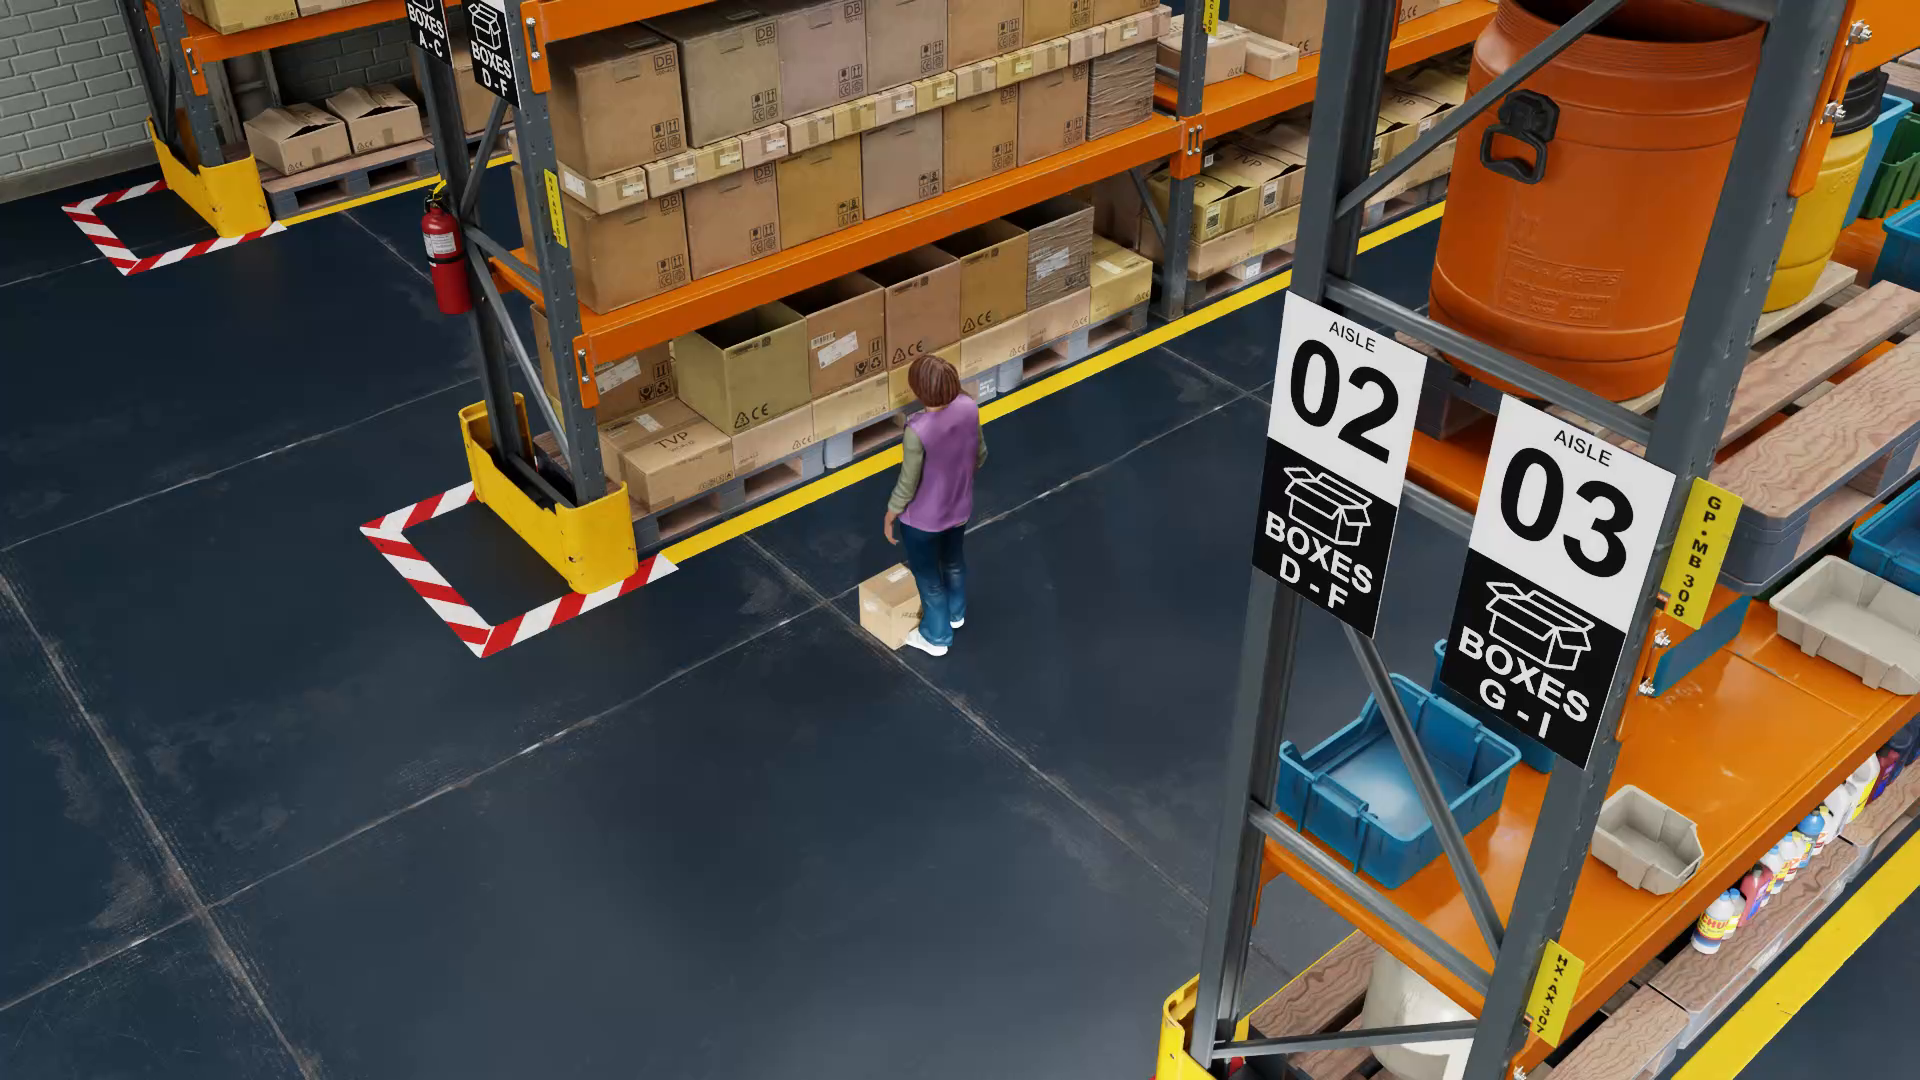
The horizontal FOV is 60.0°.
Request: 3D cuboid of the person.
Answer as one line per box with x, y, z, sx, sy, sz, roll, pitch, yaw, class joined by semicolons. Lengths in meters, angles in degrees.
-0.148;-0.167;7.293;0.520;1.597;0.475;-27;44;-31;person
